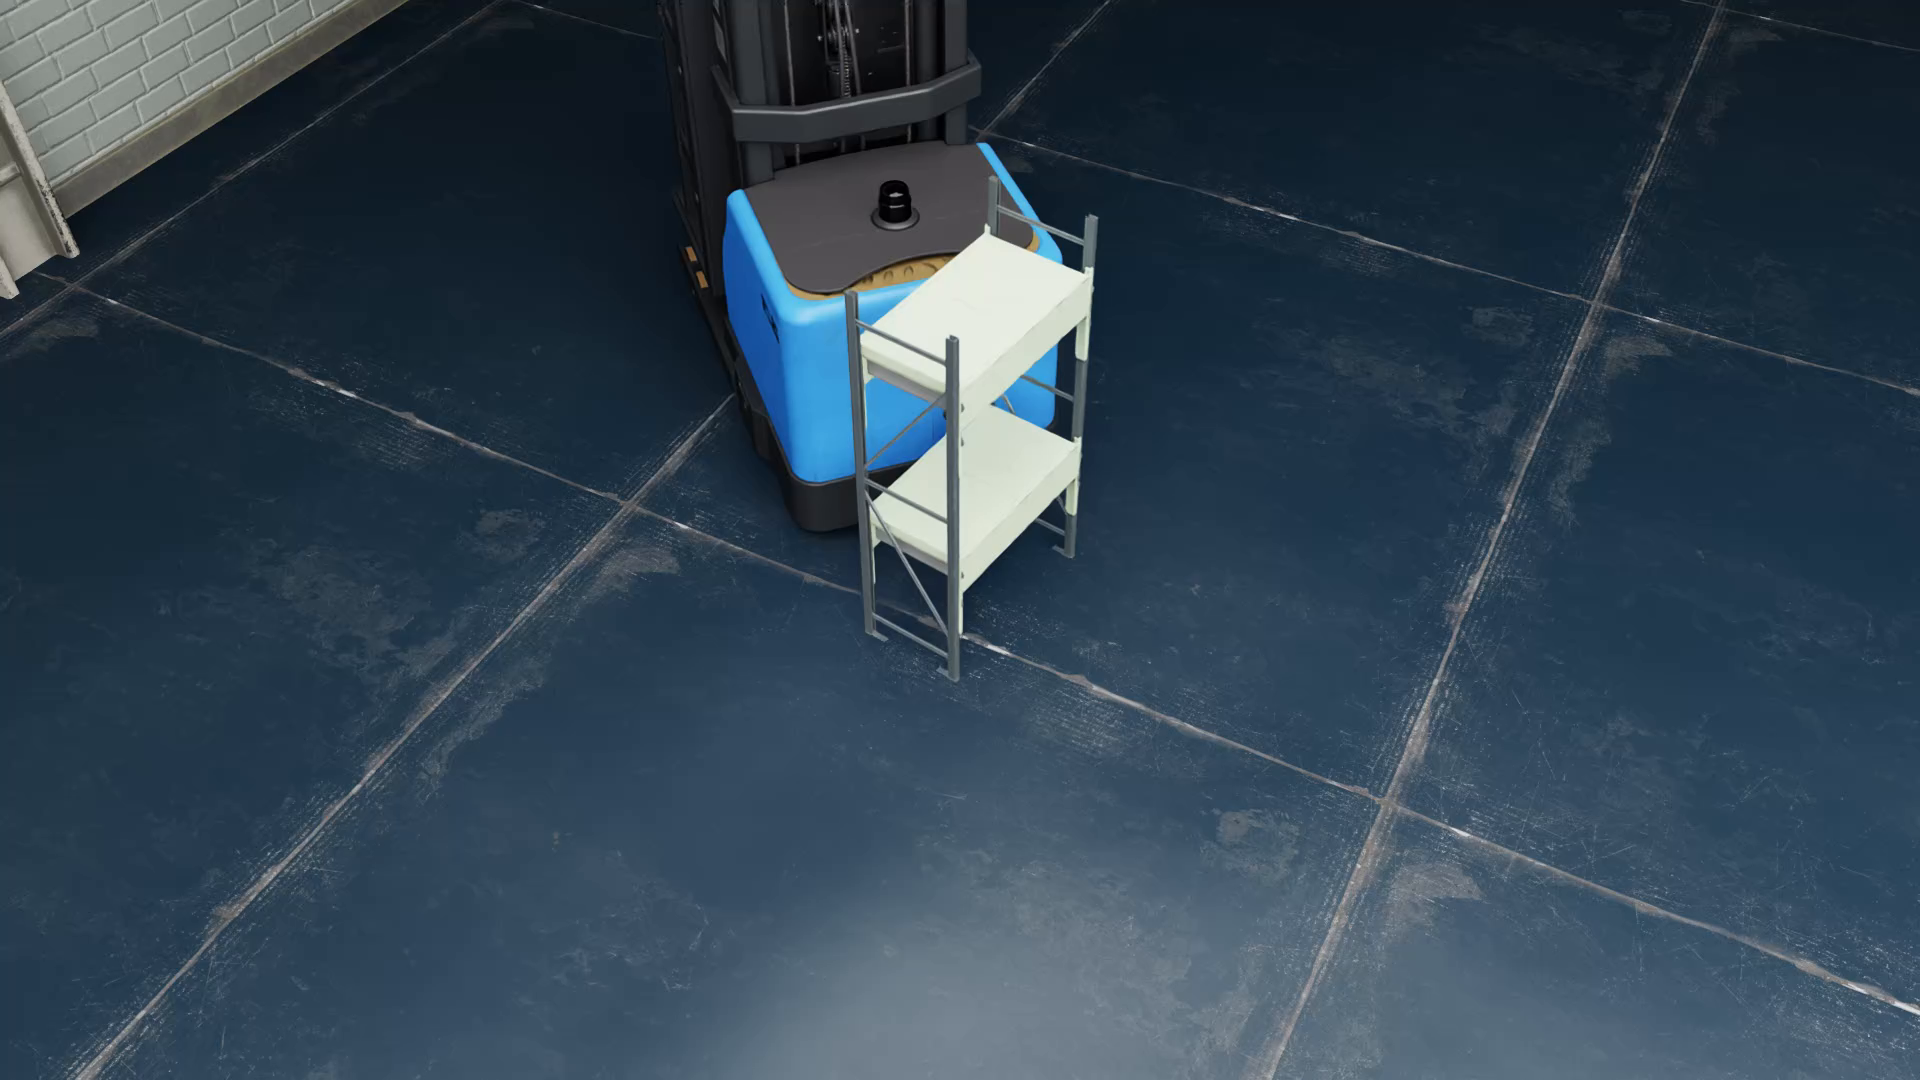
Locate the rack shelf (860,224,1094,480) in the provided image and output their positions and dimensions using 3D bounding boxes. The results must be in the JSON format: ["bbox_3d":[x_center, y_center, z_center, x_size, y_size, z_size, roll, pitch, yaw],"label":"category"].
[{"bbox_3d":[0.044,-0.606,5.246,0.431,0.370,0.720,27,51,24],"label":"rack shelf"}]

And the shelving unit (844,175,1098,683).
[{"bbox_3d":[0.044,-0.332,5.524,0.431,1.500,0.755,27,51,24],"label":"shelving unit"}]

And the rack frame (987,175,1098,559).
[{"bbox_3d":[0.257,-0.543,5.733,0.400,1.500,0.023,27,51,24],"label":"rack frame"}]

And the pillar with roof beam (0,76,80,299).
[{"bbox_3d":[-0.399,-2.973,2.861,9.100,9.000,0.400,20,49,19],"label":"pillar with roof beam"}]

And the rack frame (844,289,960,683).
[{"bbox_3d":[-0.170,-0.120,5.315,0.400,1.500,0.023,27,51,24],"label":"rack frame"}]

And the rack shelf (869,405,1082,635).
[{"bbox_3d":[0.044,-0.103,5.755,0.431,0.370,0.720,27,51,24],"label":"rack shelf"}]

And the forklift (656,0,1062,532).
[{"bbox_3d":[-0.600,-2.128,6.292,1.130,2.935,3.031,-14,47,-14],"label":"forklift"}]
